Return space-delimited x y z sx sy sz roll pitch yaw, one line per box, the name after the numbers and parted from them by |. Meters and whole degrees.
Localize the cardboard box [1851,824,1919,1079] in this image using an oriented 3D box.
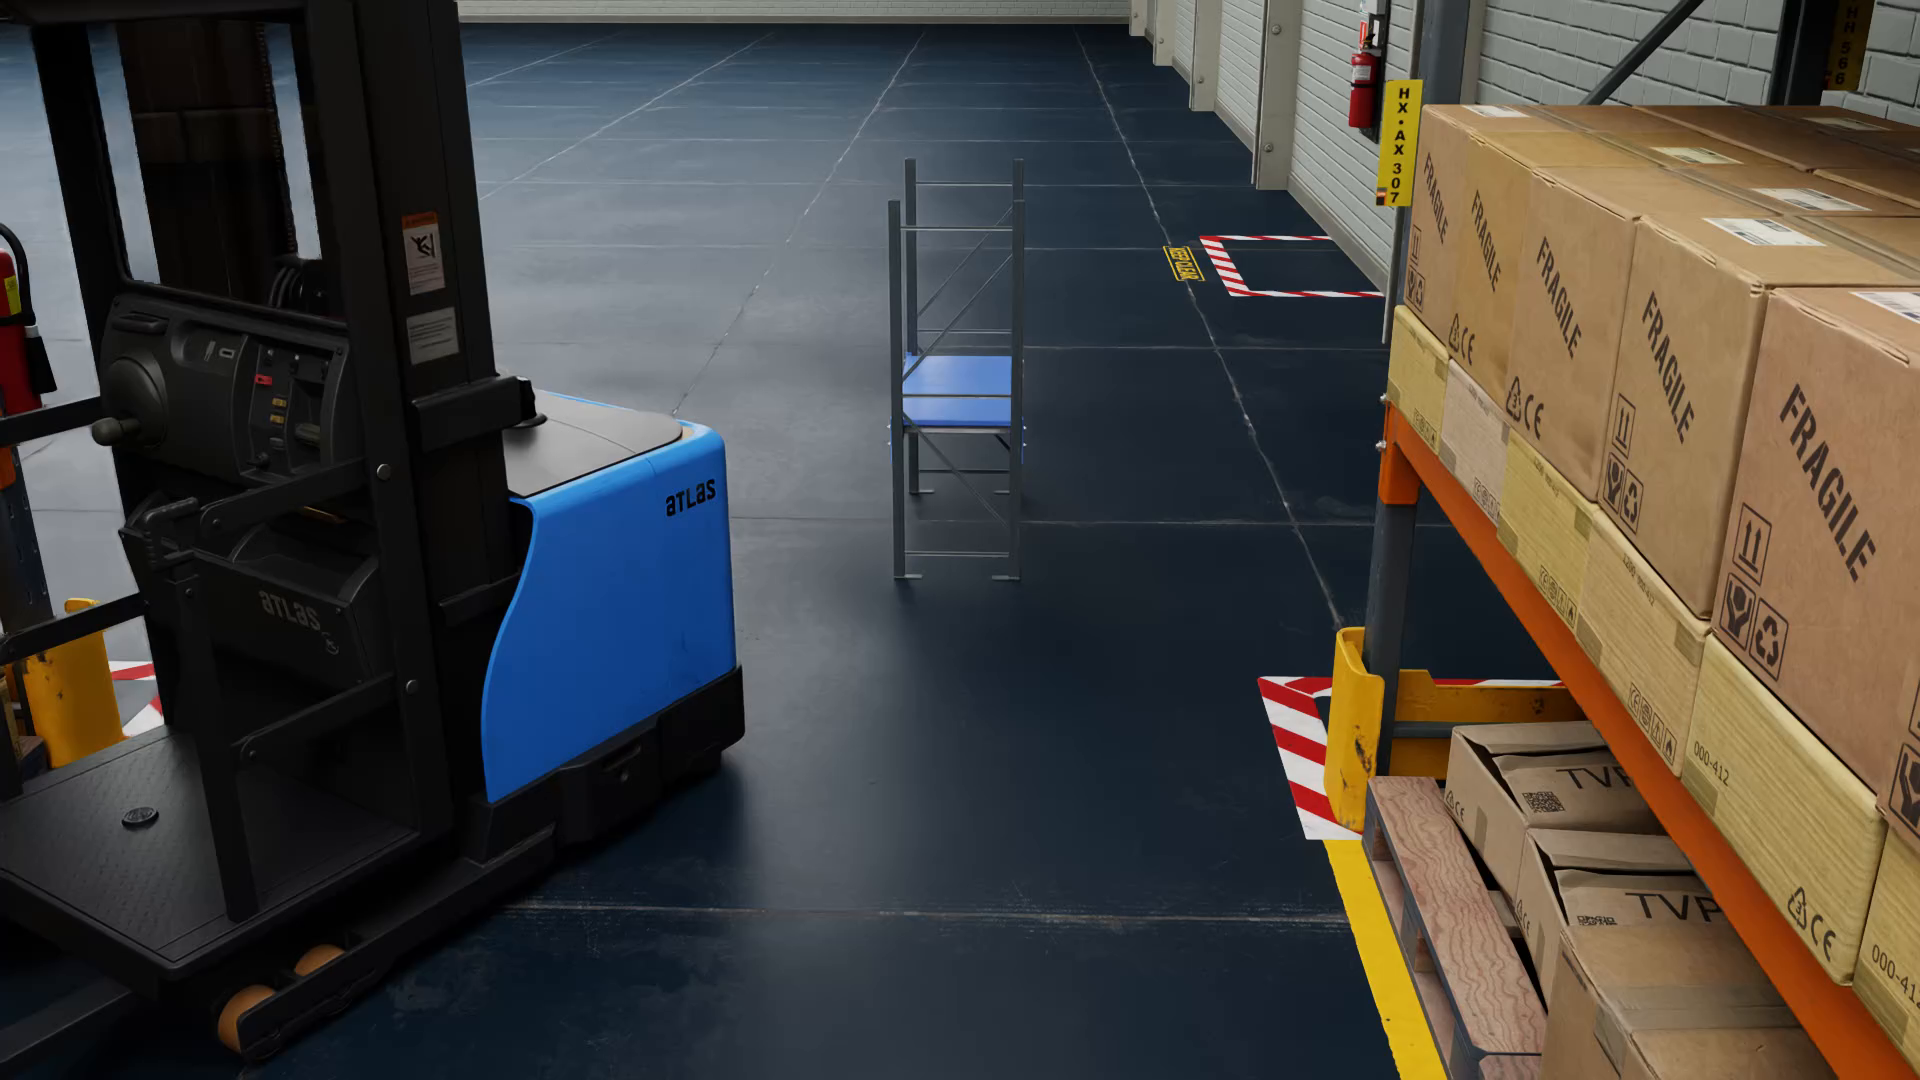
1.312 0.520 1.721 0.500 0.250 0.500 1 21 2 | cardboard box

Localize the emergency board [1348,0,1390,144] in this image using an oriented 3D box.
2.838 -3.432 11.726 0.194 1.169 0.643 1 21 2 | emergency board

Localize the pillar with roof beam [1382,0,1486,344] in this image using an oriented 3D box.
-1.578 -5.383 8.462 9.100 9.000 0.400 1 21 2 | pillar with roof beam

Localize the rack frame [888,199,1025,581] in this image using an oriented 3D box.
-0.013 -0.546 6.363 0.500 1.500 0.032 1 21 2 | rack frame

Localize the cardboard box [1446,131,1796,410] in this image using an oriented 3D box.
1.359 -0.573 3.502 0.500 0.500 0.500 1 21 2 | cardboard box

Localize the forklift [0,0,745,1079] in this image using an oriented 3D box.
-1.909 -0.346 3.869 1.130 2.935 3.031 13 25 31 | forklift

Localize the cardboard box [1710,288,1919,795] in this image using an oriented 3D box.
1.318 -0.011 2.054 0.500 0.500 0.500 0 21 0 | cardboard box

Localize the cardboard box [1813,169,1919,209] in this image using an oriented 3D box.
1.860 -0.379 3.002 0.500 0.500 0.500 0 21 0 | cardboard box

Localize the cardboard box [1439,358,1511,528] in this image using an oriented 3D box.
1.365 -0.210 3.604 0.500 0.250 0.500 0 21 0 | cardboard box

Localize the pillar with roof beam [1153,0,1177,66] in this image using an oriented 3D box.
-1.031 -11.891 25.235 9.100 9.000 0.400 1 21 2 | pillar with roof beam

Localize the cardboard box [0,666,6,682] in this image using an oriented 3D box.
-2.972 0.249 4.425 0.500 0.500 0.500 1 21 2 | cardboard box

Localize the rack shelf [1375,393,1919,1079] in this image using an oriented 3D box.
1.638 0.427 2.777 1.077 0.370 4.000 1 21 2 | rack shelf

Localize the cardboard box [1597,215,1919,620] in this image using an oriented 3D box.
1.333 -0.199 2.539 0.500 0.500 0.500 1 21 3 | cardboard box

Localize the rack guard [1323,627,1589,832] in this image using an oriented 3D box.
1.697 0.561 4.892 1.175 0.500 0.348 1 21 2 | rack guard

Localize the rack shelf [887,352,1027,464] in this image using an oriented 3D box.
0.003 -0.562 6.902 0.538 0.185 1.000 1 21 2 | rack shelf

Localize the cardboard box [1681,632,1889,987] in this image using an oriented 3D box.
1.312 0.338 2.190 0.500 0.250 0.500 1 21 1 | cardboard box

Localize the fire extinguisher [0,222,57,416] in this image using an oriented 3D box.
-2.785 -0.686 4.758 0.296 0.674 0.183 1 21 2 | fire extinguisher

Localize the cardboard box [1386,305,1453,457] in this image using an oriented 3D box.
1.367 -0.398 4.088 0.500 0.250 0.500 0 21 0 | cardboard box

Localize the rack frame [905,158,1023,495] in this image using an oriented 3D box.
0.018 -0.914 7.311 0.500 1.500 0.032 1 21 2 | rack frame

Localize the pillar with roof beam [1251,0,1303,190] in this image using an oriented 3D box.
-1.396 -7.552 14.053 9.100 9.000 0.400 1 21 2 | pillar with roof beam

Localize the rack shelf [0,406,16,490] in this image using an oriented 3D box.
-3.314 0.374 2.914 1.077 0.370 4.000 1 21 2 | rack shelf

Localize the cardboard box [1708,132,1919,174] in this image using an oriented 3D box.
1.872 -0.566 3.484 0.500 0.500 0.500 1 21 2 | cardboard box

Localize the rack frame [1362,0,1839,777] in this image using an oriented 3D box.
1.699 -0.632 4.510 1.000 3.000 0.127 1 21 2 | rack frame

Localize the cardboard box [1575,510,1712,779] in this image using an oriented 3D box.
1.326 0.157 2.658 0.500 0.250 0.500 1 21 2 | cardboard box

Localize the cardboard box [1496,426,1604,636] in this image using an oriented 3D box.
1.344 -0.026 3.129 0.500 0.250 0.500 0 21 1 | cardboard box

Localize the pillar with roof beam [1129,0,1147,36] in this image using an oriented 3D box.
-0.848 -14.060 30.826 9.100 9.000 0.400 1 21 2 | pillar with roof beam

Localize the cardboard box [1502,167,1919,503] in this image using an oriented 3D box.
1.337 -0.386 3.020 0.500 0.500 0.500 0 21 0 | cardboard box

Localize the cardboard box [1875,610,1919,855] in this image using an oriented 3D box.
1.292 0.171 1.585 0.500 0.500 0.500 1 21 1 | cardboard box

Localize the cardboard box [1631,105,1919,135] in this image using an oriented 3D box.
1.897 -0.748 3.953 0.500 0.500 0.500 0 21 1 | cardboard box

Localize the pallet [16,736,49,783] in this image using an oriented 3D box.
-3.234 0.892 4.438 1.003 0.211 1.213 1 21 2 | pallet

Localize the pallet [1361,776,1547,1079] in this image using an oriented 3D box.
1.636 0.989 4.188 1.003 0.211 1.213 1 21 2 | pallet

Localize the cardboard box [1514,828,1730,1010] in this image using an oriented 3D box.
1.571 0.872 3.744 0.500 0.311 0.500 2 21 6 | cardboard box

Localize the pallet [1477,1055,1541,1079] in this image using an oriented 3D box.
1.597 1.429 3.054 1.003 0.211 1.213 1 21 2 | pallet

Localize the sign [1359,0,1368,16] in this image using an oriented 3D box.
2.949 -3.893 12.132 0.001 0.109 0.331 1 21 2 | sign

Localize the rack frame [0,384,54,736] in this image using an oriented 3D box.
-3.253 -0.685 4.647 1.000 3.000 0.127 1 21 2 | rack frame

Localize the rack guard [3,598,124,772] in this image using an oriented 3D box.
-3.252 0.472 5.122 1.175 0.500 0.348 1 21 2 | rack guard

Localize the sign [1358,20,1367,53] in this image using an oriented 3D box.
2.958 -3.647 12.232 0.001 0.329 0.234 1 21 2 | sign

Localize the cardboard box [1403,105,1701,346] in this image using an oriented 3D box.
1.384 -0.751 3.962 0.500 0.500 0.500 1 21 2 | cardboard box

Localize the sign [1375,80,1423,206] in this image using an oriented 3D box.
1.156 -1.041 4.369 0.100 0.325 0.005 1 21 2 | sign

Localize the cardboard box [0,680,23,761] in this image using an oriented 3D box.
-2.974 0.598 4.561 0.500 0.250 0.500 1 21 2 | cardboard box

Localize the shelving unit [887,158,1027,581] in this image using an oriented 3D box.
0.003 -0.730 6.837 0.538 1.500 1.048 1 21 2 | shelving unit

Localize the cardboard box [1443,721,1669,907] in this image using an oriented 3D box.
1.588 0.666 4.275 0.500 0.311 0.500 -2 21 -4 | cardboard box

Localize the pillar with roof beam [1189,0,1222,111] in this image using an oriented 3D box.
-1.213 -9.722 19.644 9.100 9.000 0.400 1 21 2 | pillar with roof beam

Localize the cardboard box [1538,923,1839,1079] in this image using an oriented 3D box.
1.498 1.048 3.027 0.700 0.500 0.500 -1 21 -2 | cardboard box

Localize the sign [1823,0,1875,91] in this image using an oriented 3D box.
2.253 -1.306 4.209 0.100 0.325 0.005 1 21 2 | sign
